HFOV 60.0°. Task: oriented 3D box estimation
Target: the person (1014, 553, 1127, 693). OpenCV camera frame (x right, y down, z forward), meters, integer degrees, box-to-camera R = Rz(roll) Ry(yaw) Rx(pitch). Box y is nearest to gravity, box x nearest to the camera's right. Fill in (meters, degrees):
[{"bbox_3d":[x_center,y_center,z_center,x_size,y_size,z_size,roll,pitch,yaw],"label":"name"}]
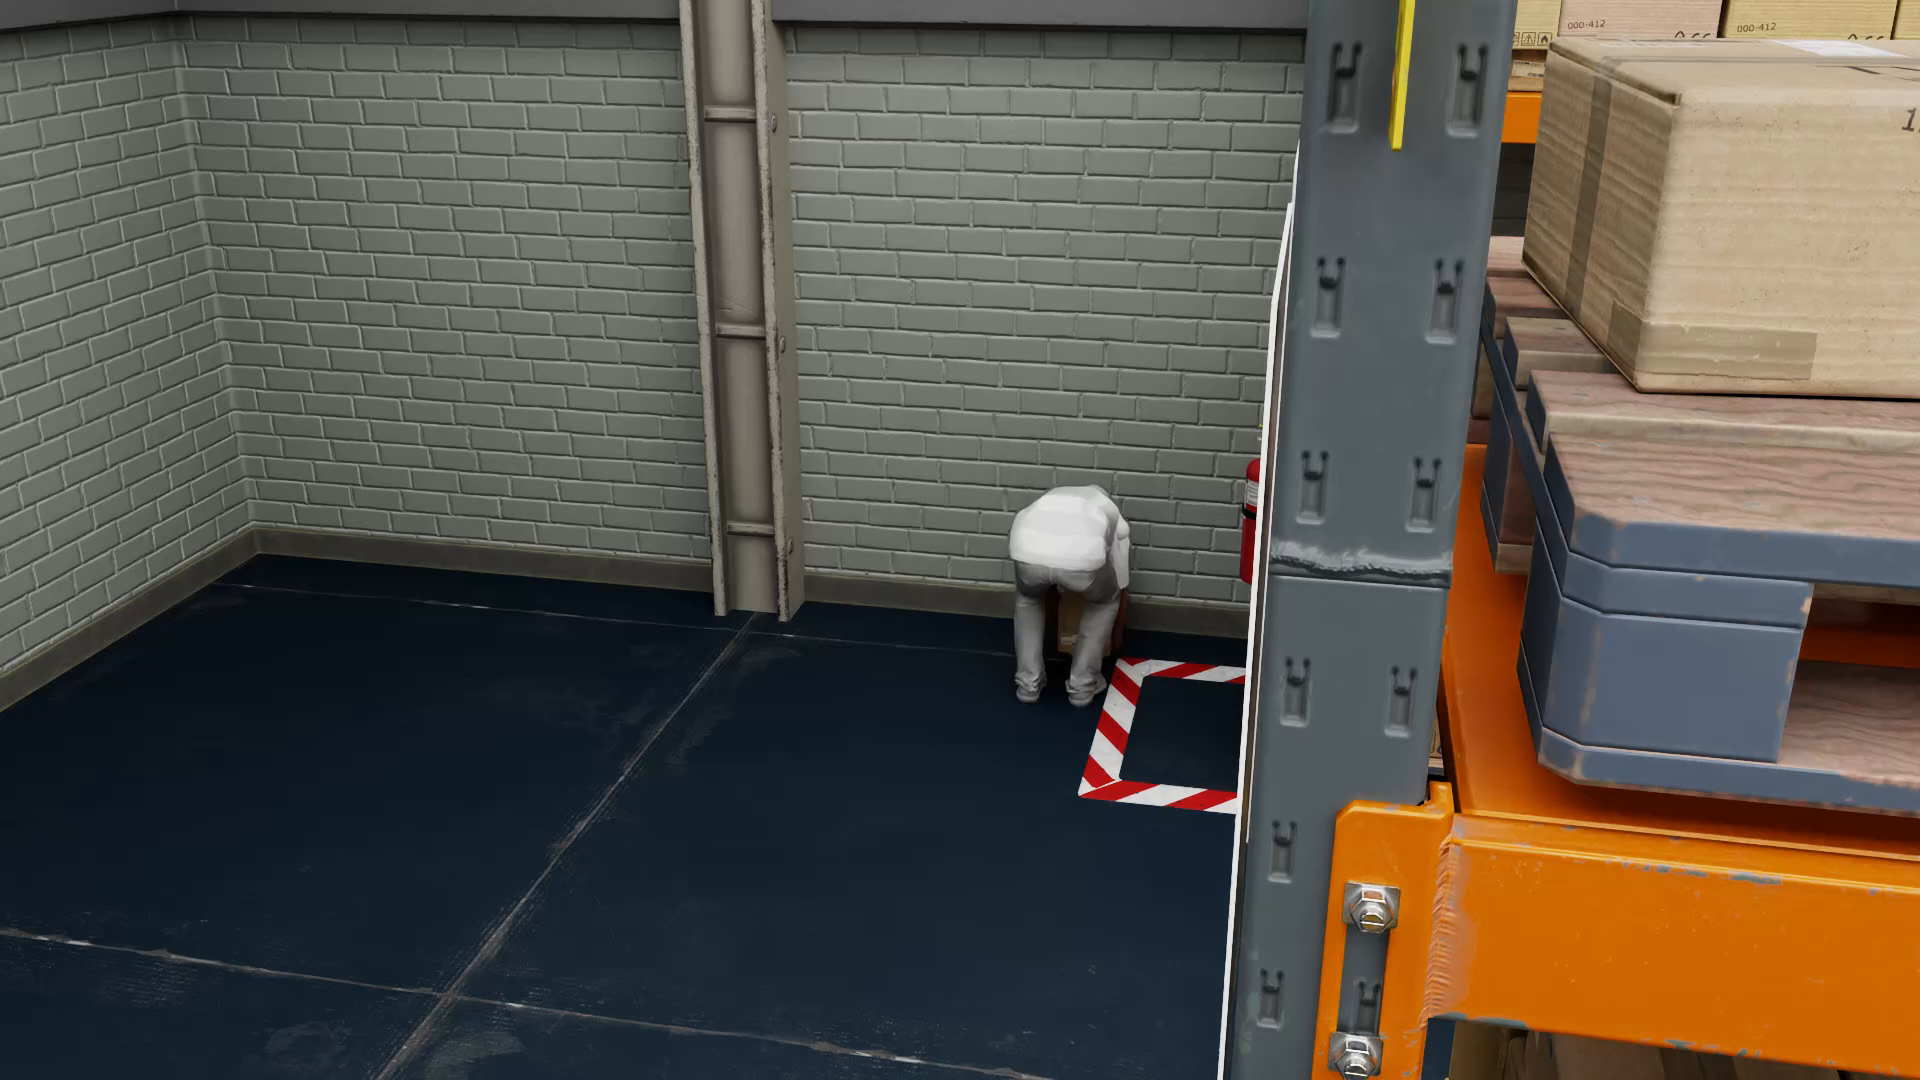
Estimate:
[{"bbox_3d":[0.506,0.226,7.641,0.488,0.815,0.915,6,22,15],"label":"person"}]
